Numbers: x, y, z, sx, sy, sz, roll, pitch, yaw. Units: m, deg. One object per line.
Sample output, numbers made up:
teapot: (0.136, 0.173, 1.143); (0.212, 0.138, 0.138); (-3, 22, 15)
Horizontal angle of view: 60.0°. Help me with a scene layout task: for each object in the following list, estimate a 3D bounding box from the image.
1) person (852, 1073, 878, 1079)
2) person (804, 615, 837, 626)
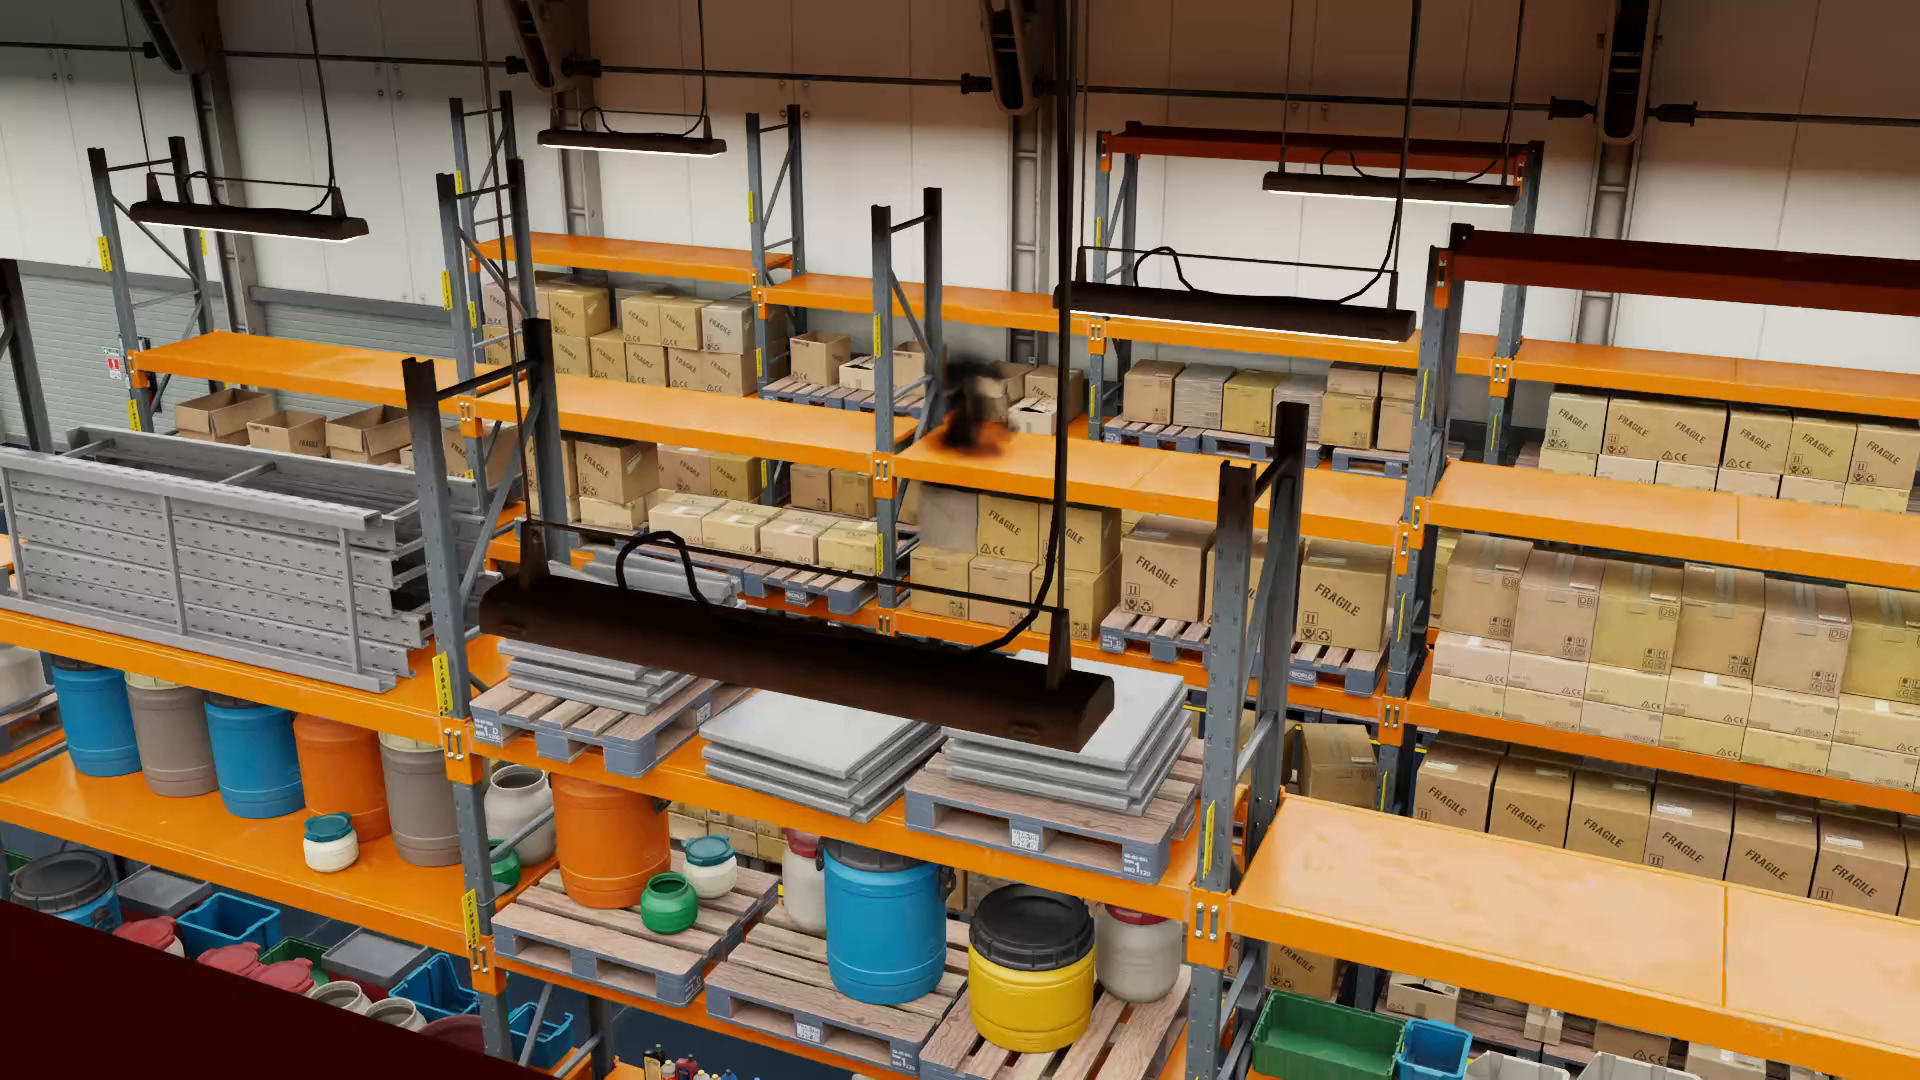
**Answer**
person: (-0.303, 3.100, 11.861); (0.944, 1.823, 0.693); (5, 21, 14)
person: (-1.405, 1.405, 16.577); (0.828, 1.668, 0.617); (8, 22, 20)
